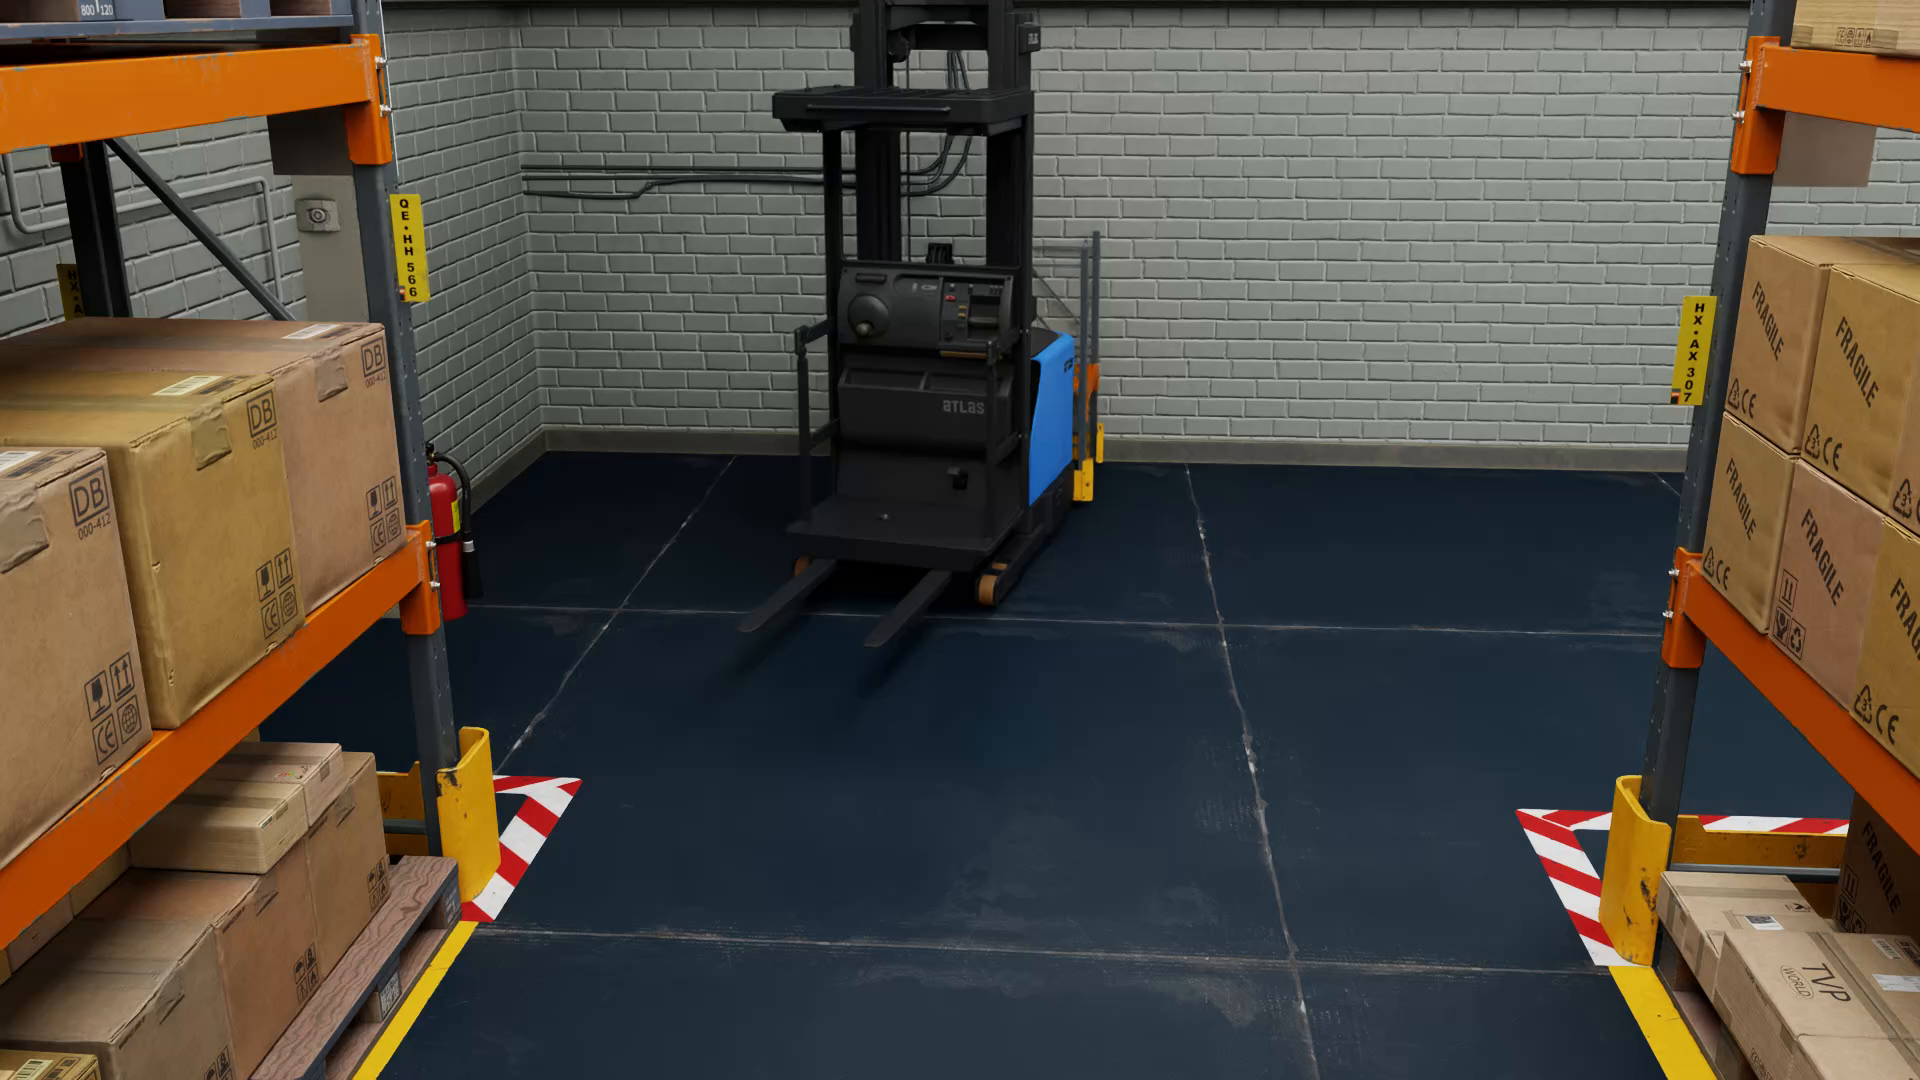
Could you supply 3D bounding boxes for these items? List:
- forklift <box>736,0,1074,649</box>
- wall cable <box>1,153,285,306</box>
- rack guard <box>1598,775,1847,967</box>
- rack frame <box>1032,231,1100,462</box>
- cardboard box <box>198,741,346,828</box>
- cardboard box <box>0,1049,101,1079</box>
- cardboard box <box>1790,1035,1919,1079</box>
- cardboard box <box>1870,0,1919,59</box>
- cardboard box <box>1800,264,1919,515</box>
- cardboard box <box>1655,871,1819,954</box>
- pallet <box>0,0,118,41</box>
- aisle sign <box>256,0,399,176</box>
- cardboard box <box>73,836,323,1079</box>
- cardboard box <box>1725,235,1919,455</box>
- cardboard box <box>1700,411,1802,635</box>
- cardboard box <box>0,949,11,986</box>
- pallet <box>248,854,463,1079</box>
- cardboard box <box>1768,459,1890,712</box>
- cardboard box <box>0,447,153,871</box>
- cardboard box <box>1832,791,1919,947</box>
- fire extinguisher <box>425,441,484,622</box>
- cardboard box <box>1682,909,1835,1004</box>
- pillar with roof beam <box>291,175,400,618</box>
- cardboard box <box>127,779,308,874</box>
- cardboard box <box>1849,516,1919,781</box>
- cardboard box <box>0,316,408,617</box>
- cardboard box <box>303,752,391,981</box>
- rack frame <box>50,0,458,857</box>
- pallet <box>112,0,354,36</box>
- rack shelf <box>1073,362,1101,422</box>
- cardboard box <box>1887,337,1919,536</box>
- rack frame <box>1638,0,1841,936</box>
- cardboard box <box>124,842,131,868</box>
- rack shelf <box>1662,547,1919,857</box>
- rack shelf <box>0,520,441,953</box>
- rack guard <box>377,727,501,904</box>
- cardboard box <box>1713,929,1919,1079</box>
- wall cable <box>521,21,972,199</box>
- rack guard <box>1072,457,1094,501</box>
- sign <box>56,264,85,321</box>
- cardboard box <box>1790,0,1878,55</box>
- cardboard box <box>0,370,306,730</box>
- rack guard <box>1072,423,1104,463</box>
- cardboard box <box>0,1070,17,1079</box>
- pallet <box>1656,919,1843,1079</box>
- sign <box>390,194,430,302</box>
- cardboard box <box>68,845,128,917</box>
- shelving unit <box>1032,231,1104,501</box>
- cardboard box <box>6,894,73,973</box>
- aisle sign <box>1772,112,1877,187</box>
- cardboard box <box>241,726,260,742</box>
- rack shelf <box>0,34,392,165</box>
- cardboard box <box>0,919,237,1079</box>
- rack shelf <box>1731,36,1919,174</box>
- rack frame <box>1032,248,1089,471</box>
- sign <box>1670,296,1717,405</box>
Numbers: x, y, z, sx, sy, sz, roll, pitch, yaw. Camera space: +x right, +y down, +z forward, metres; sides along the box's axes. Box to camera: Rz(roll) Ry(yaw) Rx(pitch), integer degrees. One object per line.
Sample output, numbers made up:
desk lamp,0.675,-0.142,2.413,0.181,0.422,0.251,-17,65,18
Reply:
forklift,-0.241,-1.192,8.354,1.130,2.935,3.031,5,19,16
wall cable,-3.078,-1.147,6.475,0.084,1.984,1.851,1,18,4
rack guard,2.710,1.075,5.339,1.175,0.500,0.348,1,18,4
rack frame,0.646,-1.246,10.786,0.500,1.500,0.032,2,16,8
cardboard box,-2.004,0.698,4.774,0.380,0.149,0.250,1,18,3
cardboard box,-2.278,1.440,3.552,0.700,0.500,0.500,2,18,5
cardboard box,2.322,1.435,3.937,0.500,0.250,0.500,1,18,4
cardboard box,2.376,-1.181,3.635,0.500,0.250,0.500,1,18,4
cardboard box,2.391,-0.364,3.951,0.500,0.500,0.500,1,18,4
cardboard box,2.342,1.132,5.023,0.380,0.149,0.250,1,18,4
pallet,-2.353,-1.018,3.039,1.003,0.211,1.213,1,18,4
aisle sign,-1.922,-1.497,4.998,0.394,0.787,0.004,1,18,4
cardboard box,-2.212,1.118,4.535,0.700,0.500,0.500,1,18,4
cardboard box,2.420,-0.527,4.447,0.500,0.500,0.500,2,18,6
cardboard box,2.420,-0.052,4.603,0.500,0.500,0.500,2,18,5
cardboard box,-2.456,1.005,3.838,0.380,0.149,0.250,1,18,4
pallet,-2.205,1.330,5.026,1.003,0.211,1.213,1,18,4
cardboard box,2.389,0.109,4.114,0.500,0.500,0.500,1,18,3
cardboard box,-2.357,0.233,3.412,0.980,0.700,0.700,0,18,1
cardboard box,2.922,1.017,4.810,0.500,0.500,0.500,1,18,4
fire extinguisher,-1.755,-0.068,5.537,0.296,0.674,0.183,1,18,4
cardboard box,2.325,1.201,4.784,0.380,0.166,0.250,1,18,4
pillar with roof beam,1.399,-3.858,6.746,9.100,9.000,0.400,1,18,4
cardboard box,-2.021,0.777,4.531,0.380,0.149,0.250,2,18,5
cardboard box,2.350,0.264,3.638,0.500,0.500,0.500,1,18,4
cardboard box,-2.252,-0.230,4.825,0.980,0.700,0.700,2,18,6
cardboard box,-2.176,0.962,5.009,0.700,0.500,0.500,1,18,4
rack frame,-2.226,-0.246,5.355,1.000,3.000,0.127,1,18,4
pallet,-2.269,-1.398,4.198,1.003,0.211,1.213,1,18,4
rack shelf,0.574,-0.934,10.352,0.538,0.185,1.000,2,16,8
cardboard box,2.350,-0.209,3.478,0.500,0.500,0.500,2,18,5
rack frame,2.715,-0.136,5.021,1.000,3.000,0.127,1,18,4
cardboard box,-2.402,0.768,4.560,0.380,0.149,0.250,1,18,4
rack shelf,2.572,0.827,3.238,1.077,0.370,4.000,1,18,4
rack shelf,-2.369,0.717,3.572,1.077,0.370,4.000,1,18,4
rack guard,-2.224,0.935,5.767,1.175,0.500,0.348,1,18,4
cardboard box,2.358,1.279,4.411,0.500,0.250,0.500,1,18,4
wall cable,-1.464,-3.370,10.241,3.097,2.526,0.112,1,18,4
rack guard,0.506,-0.373,10.009,0.587,0.250,0.087,2,16,8
sign,-2.779,-0.709,5.252,0.100,0.325,0.005,1,18,4
cardboard box,2.425,-1.336,4.108,0.500,0.250,0.500,1,18,4
cardboard box,-2.294,-0.003,4.134,0.980,0.700,0.700,1,18,3
rack guard,0.650,-0.644,10.956,0.587,0.250,0.087,2,16,8
cardboard box,-2.113,1.182,3.296,0.380,0.149,0.250,1,18,2
pallet,2.654,1.460,4.628,1.003,0.211,1.213,1,18,4
sign,-1.686,-0.892,5.088,0.100,0.325,0.005,1,18,4
cardboard box,-2.421,0.846,4.323,0.380,0.149,0.250,1,18,4
shelving unit,0.574,-1.110,10.311,0.587,1.500,1.083,2,16,8
cardboard box,-2.438,0.925,4.081,0.380,0.149,0.250,2,18,5
aisle sign,2.427,-1.399,4.701,0.394,0.787,0.004,1,18,4
cardboard box,-2.367,0.611,5.040,0.380,0.149,0.250,1,18,4
rack shelf,-2.369,-0.708,3.105,1.077,0.370,4.000,1,18,4
cardboard box,-2.248,1.274,4.058,0.700,0.500,0.500,1,18,2
rack shelf,2.572,-0.599,2.771,1.077,0.370,4.000,1,18,4
rack frame,0.499,-0.969,9.819,0.500,1.500,0.032,2,16,8
sign,2.174,-0.560,4.923,0.100,0.325,0.005,1,18,4
